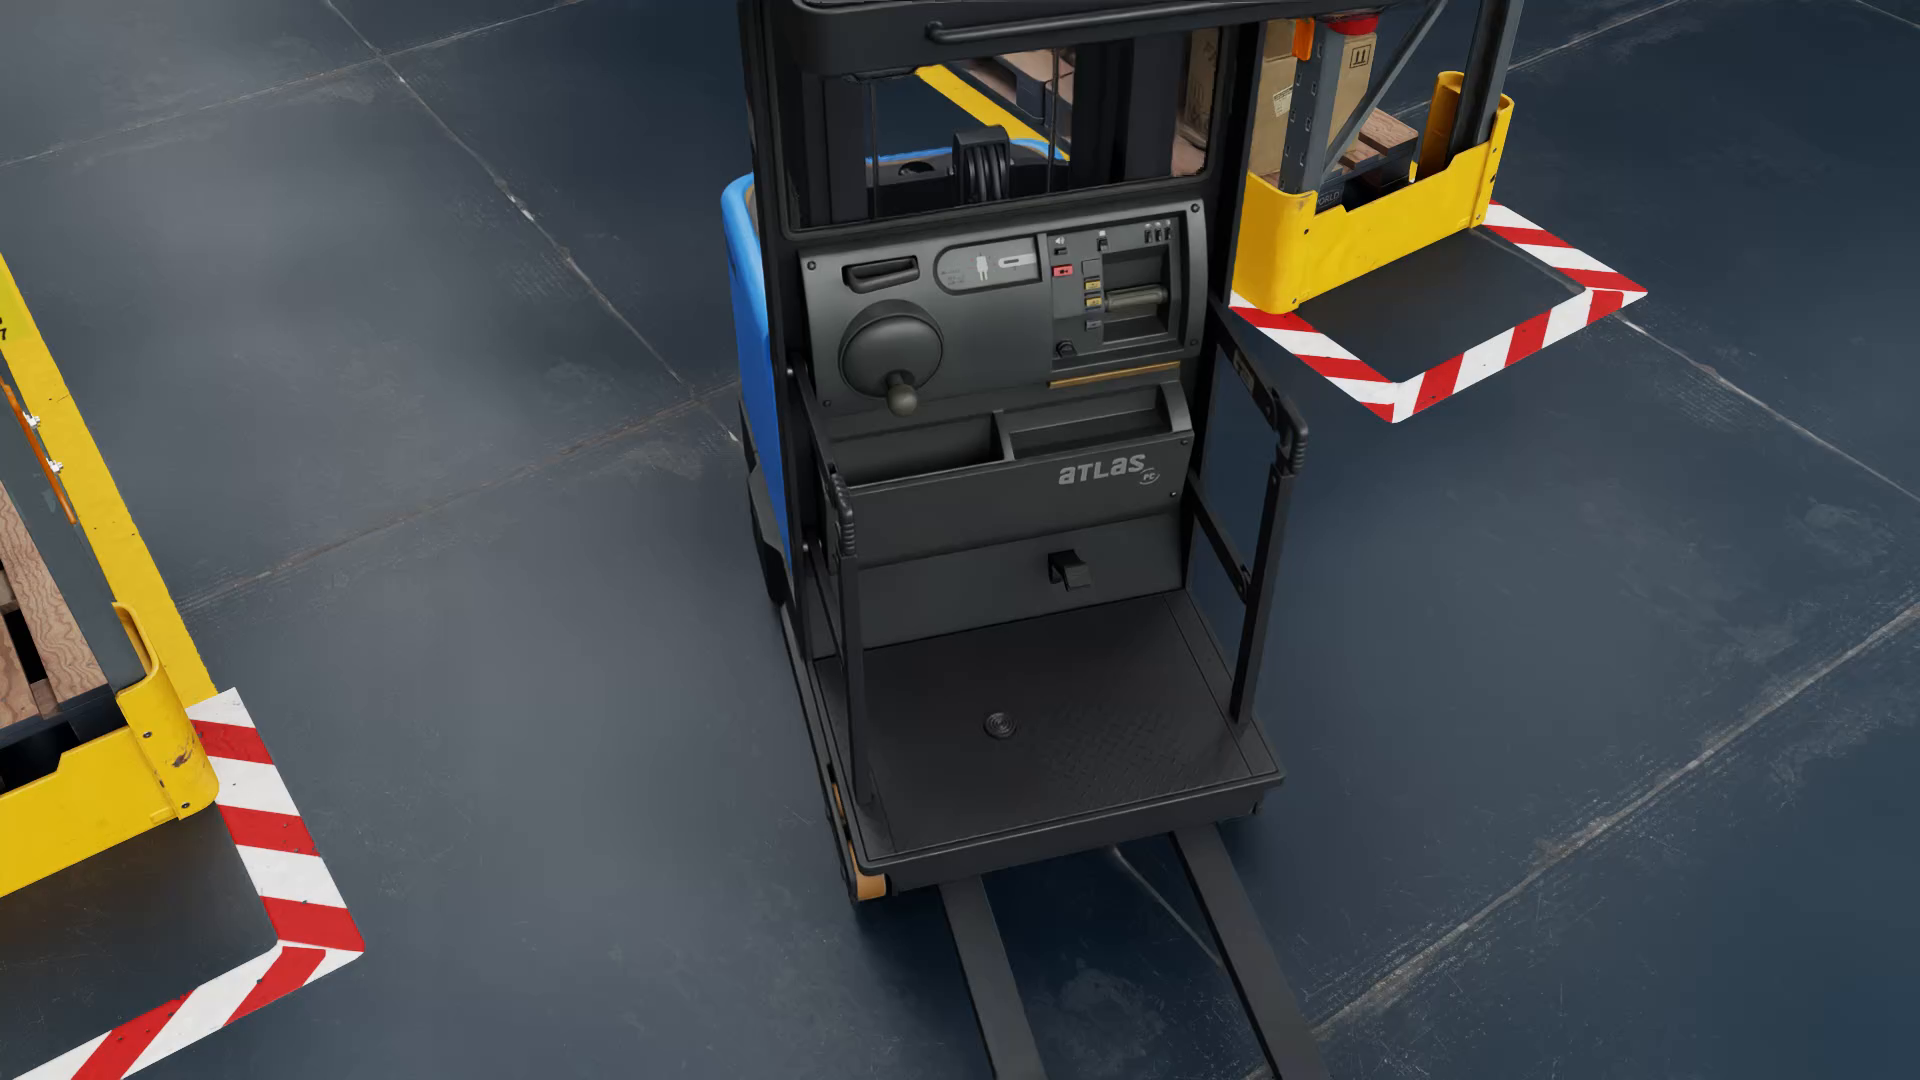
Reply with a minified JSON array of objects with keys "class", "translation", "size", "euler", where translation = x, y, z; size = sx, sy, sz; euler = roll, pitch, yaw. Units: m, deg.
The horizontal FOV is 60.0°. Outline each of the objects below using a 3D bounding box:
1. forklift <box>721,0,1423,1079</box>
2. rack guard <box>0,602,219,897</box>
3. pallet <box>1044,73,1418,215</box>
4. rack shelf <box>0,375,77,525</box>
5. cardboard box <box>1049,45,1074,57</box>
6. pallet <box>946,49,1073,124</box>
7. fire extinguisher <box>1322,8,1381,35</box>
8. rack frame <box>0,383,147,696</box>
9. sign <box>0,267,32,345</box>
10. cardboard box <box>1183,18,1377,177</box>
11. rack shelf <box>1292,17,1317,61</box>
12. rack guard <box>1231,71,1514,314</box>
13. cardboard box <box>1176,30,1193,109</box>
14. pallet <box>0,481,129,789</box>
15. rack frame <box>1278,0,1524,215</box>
[{"class":"forklift","translation":[0.168,-0.439,3.587],"size":[1.130,2.935,3.031],"euler":[-10,45,-11]},{"class":"rack guard","translation":[-2.571,0.654,4.203],"size":[1.175,0.500,0.348],"euler":[-26,49,-24]},{"class":"pallet","translation":[1.094,-1.691,6.868],"size":[1.003,0.211,1.213],"euler":[-26,49,-24]},{"class":"rack shelf","translation":[-3.633,-1.098,4.749],"size":[1.077,0.370,4.000],"euler":[-26,49,-24]},{"class":"cardboard box","translation":[0.517,-2.477,7.179],"size":[0.500,0.500,0.500],"euler":[-21,48,-21]},{"class":"pallet","translation":[0.400,-2.381,7.591],"size":[1.003,0.211,1.213],"euler":[-26,49,-24]},{"class":"fire extinguisher","translation":[1.261,-1.907,5.132],"size":[0.296,0.674,0.183],"euler":[-26,49,-24]},{"class":"rack frame","translation":[-2.489,-0.226,3.314],"size":[1.000,3.000,0.127],"euler":[-26,49,-24]},{"class":"sign","translation":[-2.036,-0.541,3.443],"size":[0.100,0.325,0.005],"euler":[-26,49,-24]},{"class":"cardboard box","translation":[1.230,-1.790,6.459],"size":[0.500,0.500,0.500],"euler":[-17,46,-17]},{"class":"rack shelf","translation":[0.429,-3.055,6.798],"size":[1.077,0.370,4.000],"euler":[-26,49,-24]},{"class":"rack guard","translation":[1.530,-1.321,6.272],"size":[1.175,0.500,0.348],"euler":[-26,49,-24]},{"class":"cardboard box","translation":[0.860,-2.115,6.800],"size":[0.500,0.500,0.500],"euler":[-14,45,-14]},{"class":"pallet","translation":[-3.032,0.296,4.787],"size":[1.003,0.211,1.213],"euler":[-26,49,-24]},{"class":"rack frame","translation":[1.573,-2.182,5.364],"size":[1.000,3.000,0.127],"euler":[-26,49,-24]}]
